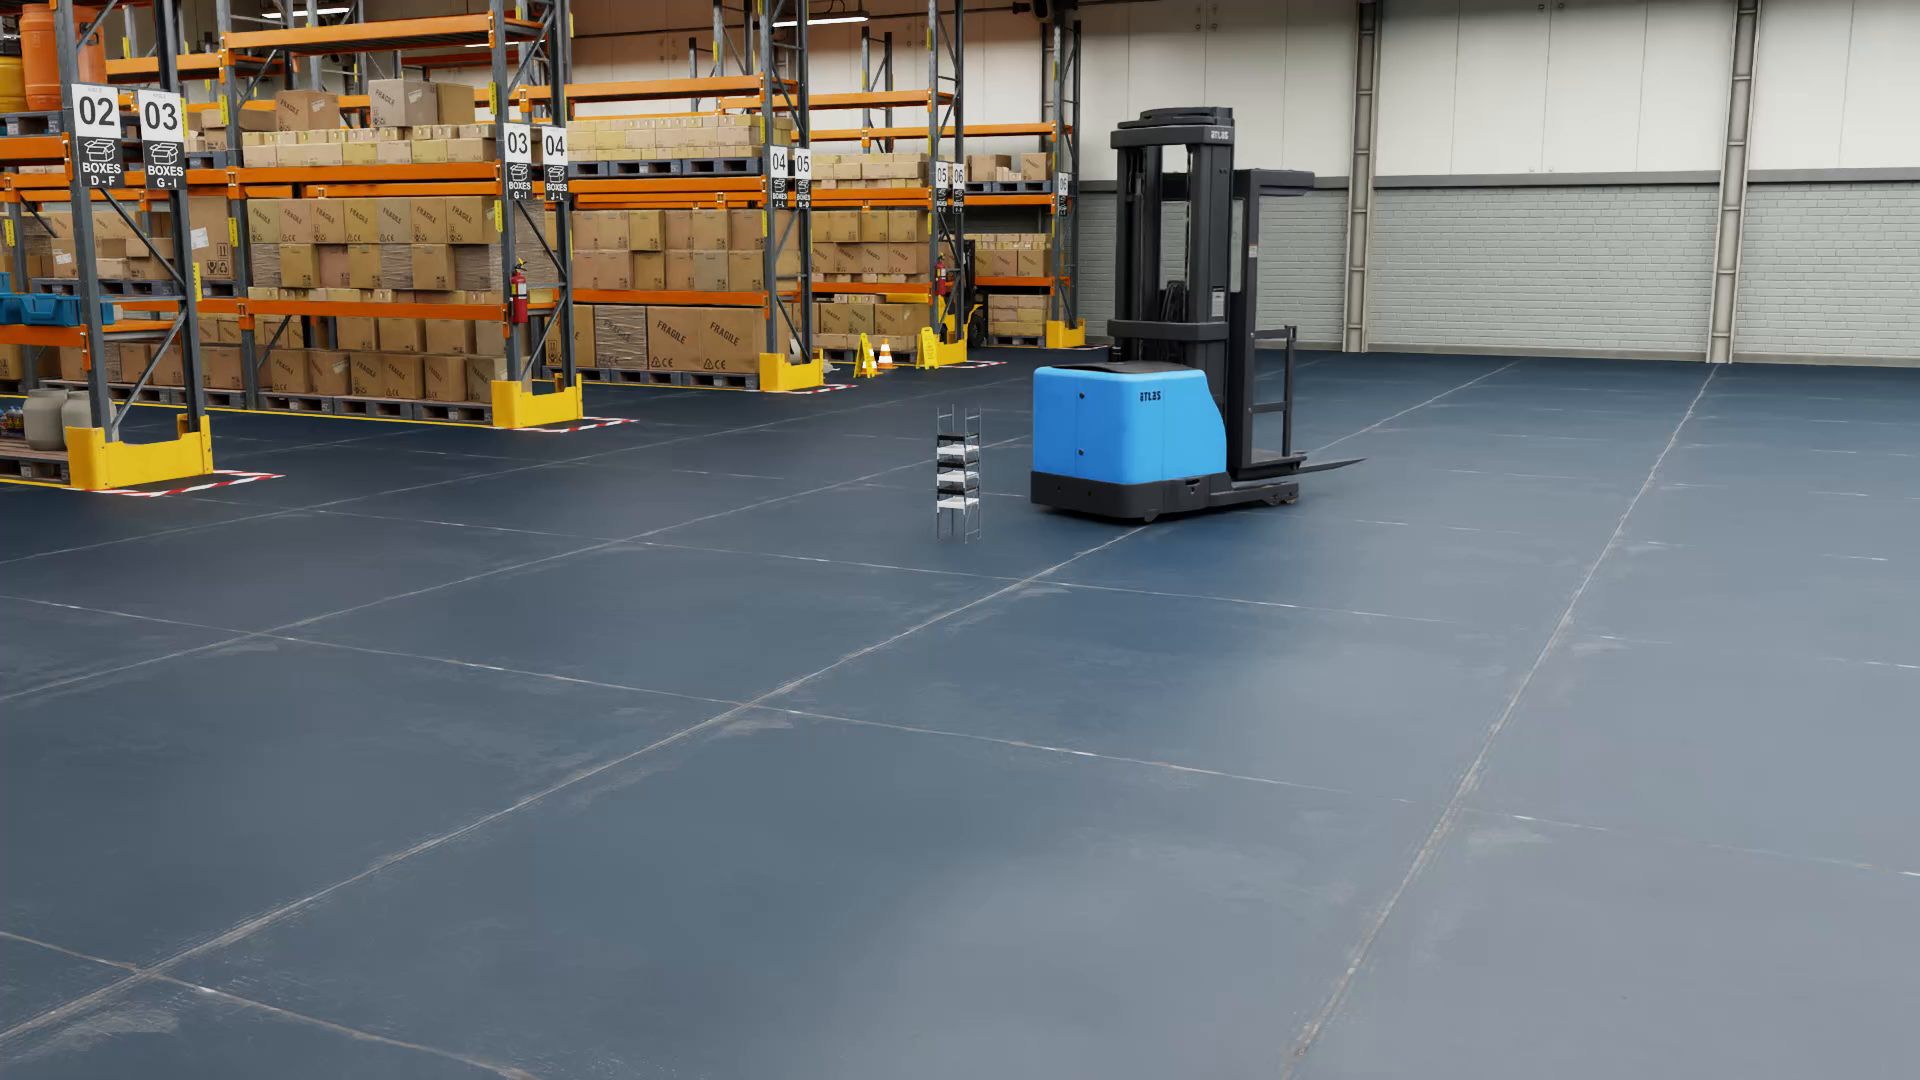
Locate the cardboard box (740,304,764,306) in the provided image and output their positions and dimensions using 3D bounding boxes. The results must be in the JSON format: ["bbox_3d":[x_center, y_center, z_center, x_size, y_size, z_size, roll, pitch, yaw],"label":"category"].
[{"bbox_3d":[-3.393,-3.806,28.273,0.500,0.500,0.500,6,12,29],"label":"cardboard box"}]

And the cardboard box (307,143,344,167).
[{"bbox_3d":[-6.980,-4.334,18.755,0.500,0.250,0.500,5,11,24],"label":"cardboard box"}]

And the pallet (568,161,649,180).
[{"bbox_3d":[-5.173,-5.241,23.591,1.213,0.211,1.003,5,11,26],"label":"pallet"}]

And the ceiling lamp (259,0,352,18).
[{"bbox_3d":[-11.195,-10.713,28.766,2.000,3.185,0.800,5,11,26],"label":"ceiling lamp"}]

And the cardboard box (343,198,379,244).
[{"bbox_3d":[-6.546,-3.586,18.696,0.500,0.500,0.500,5,11,26],"label":"cardboard box"}]

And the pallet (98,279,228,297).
[{"bbox_3d":[-9.981,-3.162,20.816,1.213,0.211,1.003,5,11,26],"label":"pallet"}]

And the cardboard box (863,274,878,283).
[{"bbox_3d":[-1.386,-4.271,27.111,0.250,0.149,0.380,5,12,27],"label":"cardboard box"}]

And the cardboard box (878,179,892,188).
[{"bbox_3d":[-1.120,-5.734,26.775,0.250,0.149,0.380,5,12,28],"label":"cardboard box"}]

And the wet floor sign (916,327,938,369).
[{"bbox_3d":[-0.518,-3.013,26.069,0.267,0.644,0.232,-10,14,-43],"label":"wet floor sign"}]

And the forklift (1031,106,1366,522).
[{"bbox_3d":[1.973,-1.761,12.730,3.031,2.935,1.130,-9,13,-40],"label":"forklift"}]

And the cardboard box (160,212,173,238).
[{"bbox_3d":[-13.373,-5.267,27.986,0.500,0.500,0.500,5,12,27],"label":"cardboard box"}]

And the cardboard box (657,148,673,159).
[{"bbox_3d":[-3.902,-5.240,22.582,0.250,0.149,0.380,5,11,26],"label":"cardboard box"}]

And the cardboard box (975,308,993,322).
[{"bbox_3d":[0.485,-4.318,31.801,0.500,0.250,0.500,5,11,25],"label":"cardboard box"}]

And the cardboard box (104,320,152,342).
[{"bbox_3d":[-10.680,-2.673,21.254,0.500,0.250,0.500,7,12,32],"label":"cardboard box"}]

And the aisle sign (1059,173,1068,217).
[{"bbox_3d":[1.906,-6.378,30.749,0.004,0.787,0.394,5,11,26],"label":"aisle sign"}]

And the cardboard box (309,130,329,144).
[{"bbox_3d":[-7.090,-4.532,18.726,0.250,0.149,0.380,5,11,25],"label":"cardboard box"}]

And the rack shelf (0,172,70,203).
[{"bbox_3d":[-13.568,-4.685,22.292,4.000,0.370,1.077,5,11,26],"label":"rack shelf"}]

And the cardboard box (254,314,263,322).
[{"bbox_3d":[-11.125,-3.628,26.587,0.500,0.250,0.500,5,12,27],"label":"cardboard box"}]

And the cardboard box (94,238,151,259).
[{"bbox_3d":[-10.728,-3.597,21.223,0.500,0.500,0.700,7,12,34],"label":"cardboard box"}]

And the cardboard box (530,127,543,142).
[{"bbox_3d":[-4.745,-4.432,18.176,0.250,0.149,0.380,5,11,25],"label":"cardboard box"}]

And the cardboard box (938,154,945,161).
[{"bbox_3d":[-0.444,-6.163,26.905,0.250,0.149,0.380,5,11,25],"label":"cardboard box"}]

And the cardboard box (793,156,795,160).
[{"bbox_3d":[-2.717,-6.266,27.475,0.250,0.149,0.380,5,11,24],"label":"cardboard box"}]

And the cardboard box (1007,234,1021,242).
[{"bbox_3d":[1.081,-5.691,31.315,0.250,0.149,0.380,5,12,27],"label":"cardboard box"}]

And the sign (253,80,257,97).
[{"bbox_3d":[-14.311,-9.155,33.701,0.005,0.325,0.100,5,11,26],"label":"sign"}]

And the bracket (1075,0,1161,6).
[{"bbox_3d":[4.293,-9.779,29.888,4.783,0.066,0.076,5,11,26],"label":"bracket"}]

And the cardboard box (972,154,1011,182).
[{"bbox_3d":[0.598,-7.025,31.458,0.500,0.500,0.700,5,11,26],"label":"cardboard box"}]

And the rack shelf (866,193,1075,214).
[{"bbox_3d":[0.184,-6.431,31.936,4.000,0.370,1.077,5,11,26],"label":"rack shelf"}]

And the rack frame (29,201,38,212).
[{"bbox_3d":[-16.664,-4.820,29.440,0.127,3.000,1.000,5,11,26],"label":"rack frame"}]

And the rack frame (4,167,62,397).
[{"bbox_3d":[-11.775,-3.406,21.624,0.127,3.000,1.000,5,11,26],"label":"rack frame"}]

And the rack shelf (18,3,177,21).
[{"bbox_3d":[-14.870,-8.896,27.803,4.000,0.370,1.077,5,11,26],"label":"rack shelf"}]

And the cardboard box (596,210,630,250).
[{"bbox_3d":[-4.618,-4.356,23.422,0.550,0.550,0.875,5,11,26],"label":"cardboard box"}]

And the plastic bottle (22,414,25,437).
[{"bbox_3d":[-8.475,-1.077,15.152,0.133,0.283,0.061,5,12,27],"label":"plastic bottle"}]

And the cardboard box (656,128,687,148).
[{"bbox_3d":[-3.776,-5.437,22.552,0.500,0.250,0.500,5,11,25],"label":"cardboard box"}]

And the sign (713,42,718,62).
[{"bbox_3d":[-4.043,-8.074,27.504,0.005,0.325,0.100,5,11,26],"label":"sign"}]

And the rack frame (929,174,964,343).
[{"bbox_3d":[-0.215,-4.358,26.886,0.127,3.000,1.000,5,11,26],"label":"rack frame"}]

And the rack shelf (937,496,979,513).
[{"bbox_3d":[-0.007,-0.234,11.192,0.200,0.077,0.258,5,11,26],"label":"rack shelf"}]

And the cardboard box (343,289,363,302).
[{"bbox_3d":[-6.777,-2.786,18.905,0.250,0.149,0.380,5,11,26],"label":"cardboard box"}]

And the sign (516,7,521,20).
[{"bbox_3d":[-6.132,-7.238,23.107,0.005,0.325,0.100,5,11,26],"label":"sign"}]

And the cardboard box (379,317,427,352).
[{"bbox_3d":[-8.198,-3.159,25.398,0.750,0.750,1.050,5,11,27],"label":"cardboard box"}]

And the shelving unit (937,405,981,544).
[{"bbox_3d":[-0.007,-0.443,11.154,0.210,0.900,0.258,5,11,26],"label":"shelving unit"}]

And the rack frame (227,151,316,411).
[{"bbox_3d":[-8.187,-3.090,19.883,0.127,3.000,1.000,5,11,26],"label":"rack frame"}]

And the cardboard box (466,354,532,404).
[{"bbox_3d":[-5.153,-1.804,18.613,0.500,0.500,0.500,8,13,36],"label":"cardboard box"}]

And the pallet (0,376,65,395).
[{"bbox_3d":[-12.448,-2.108,22.282,1.213,0.211,1.003,5,11,26],"label":"pallet"}]

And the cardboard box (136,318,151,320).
[{"bbox_3d":[-14.007,-3.722,28.527,0.250,0.149,0.380,5,11,24],"label":"cardboard box"}]

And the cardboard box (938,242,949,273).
[{"bbox_3d":[-0.517,-4.635,27.302,0.500,0.500,0.500,5,11,25],"label":"cardboard box"}]

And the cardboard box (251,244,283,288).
[{"bbox_3d":[-7.811,-3.241,19.597,0.500,0.500,0.875,5,11,26],"label":"cardboard box"}]

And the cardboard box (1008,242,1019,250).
[{"bbox_3d":[1.095,-5.547,31.357,0.250,0.149,0.380,5,12,27],"label":"cardboard box"}]

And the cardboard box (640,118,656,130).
[{"bbox_3d":[-4.135,-5.652,22.623,0.250,0.149,0.380,5,11,26],"label":"cardboard box"}]

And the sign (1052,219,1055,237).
[{"bbox_3d":[1.725,-5.752,30.671,0.005,0.325,0.100,5,11,26],"label":"sign"}]

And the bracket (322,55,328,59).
[{"bbox_3d":[-14.919,-11.467,39.216,0.430,0.232,0.235,5,11,26],"label":"bracket"}]
